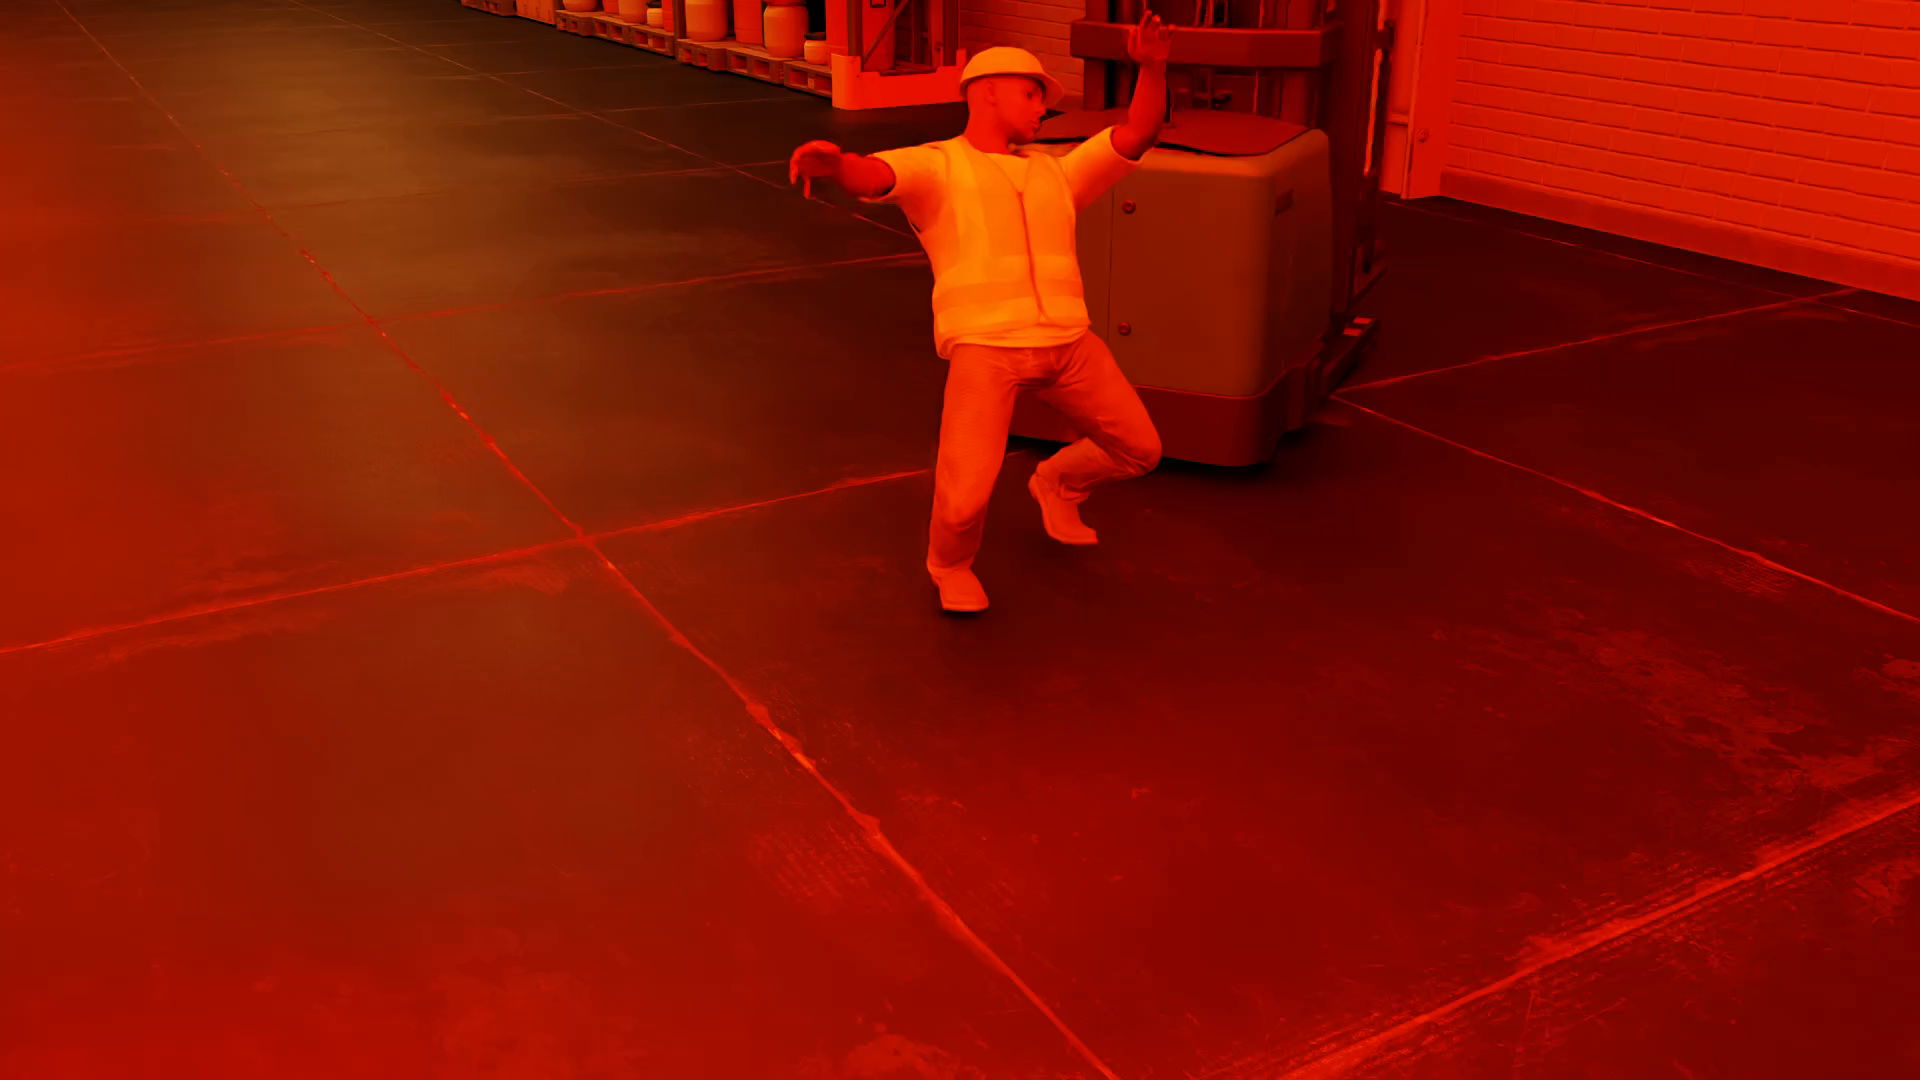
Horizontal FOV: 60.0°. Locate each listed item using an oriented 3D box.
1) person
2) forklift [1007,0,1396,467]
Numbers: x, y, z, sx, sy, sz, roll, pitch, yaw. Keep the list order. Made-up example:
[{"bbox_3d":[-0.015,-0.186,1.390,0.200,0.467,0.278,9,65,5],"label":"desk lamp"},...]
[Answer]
[{"bbox_3d":[-0.017,-0.577,4.409,1.109,1.596,0.709,-14,26,-30],"label":"person"},{"bbox_3d":[1.128,-2.124,6.451,1.130,2.935,3.031,10,24,23],"label":"forklift"}]
